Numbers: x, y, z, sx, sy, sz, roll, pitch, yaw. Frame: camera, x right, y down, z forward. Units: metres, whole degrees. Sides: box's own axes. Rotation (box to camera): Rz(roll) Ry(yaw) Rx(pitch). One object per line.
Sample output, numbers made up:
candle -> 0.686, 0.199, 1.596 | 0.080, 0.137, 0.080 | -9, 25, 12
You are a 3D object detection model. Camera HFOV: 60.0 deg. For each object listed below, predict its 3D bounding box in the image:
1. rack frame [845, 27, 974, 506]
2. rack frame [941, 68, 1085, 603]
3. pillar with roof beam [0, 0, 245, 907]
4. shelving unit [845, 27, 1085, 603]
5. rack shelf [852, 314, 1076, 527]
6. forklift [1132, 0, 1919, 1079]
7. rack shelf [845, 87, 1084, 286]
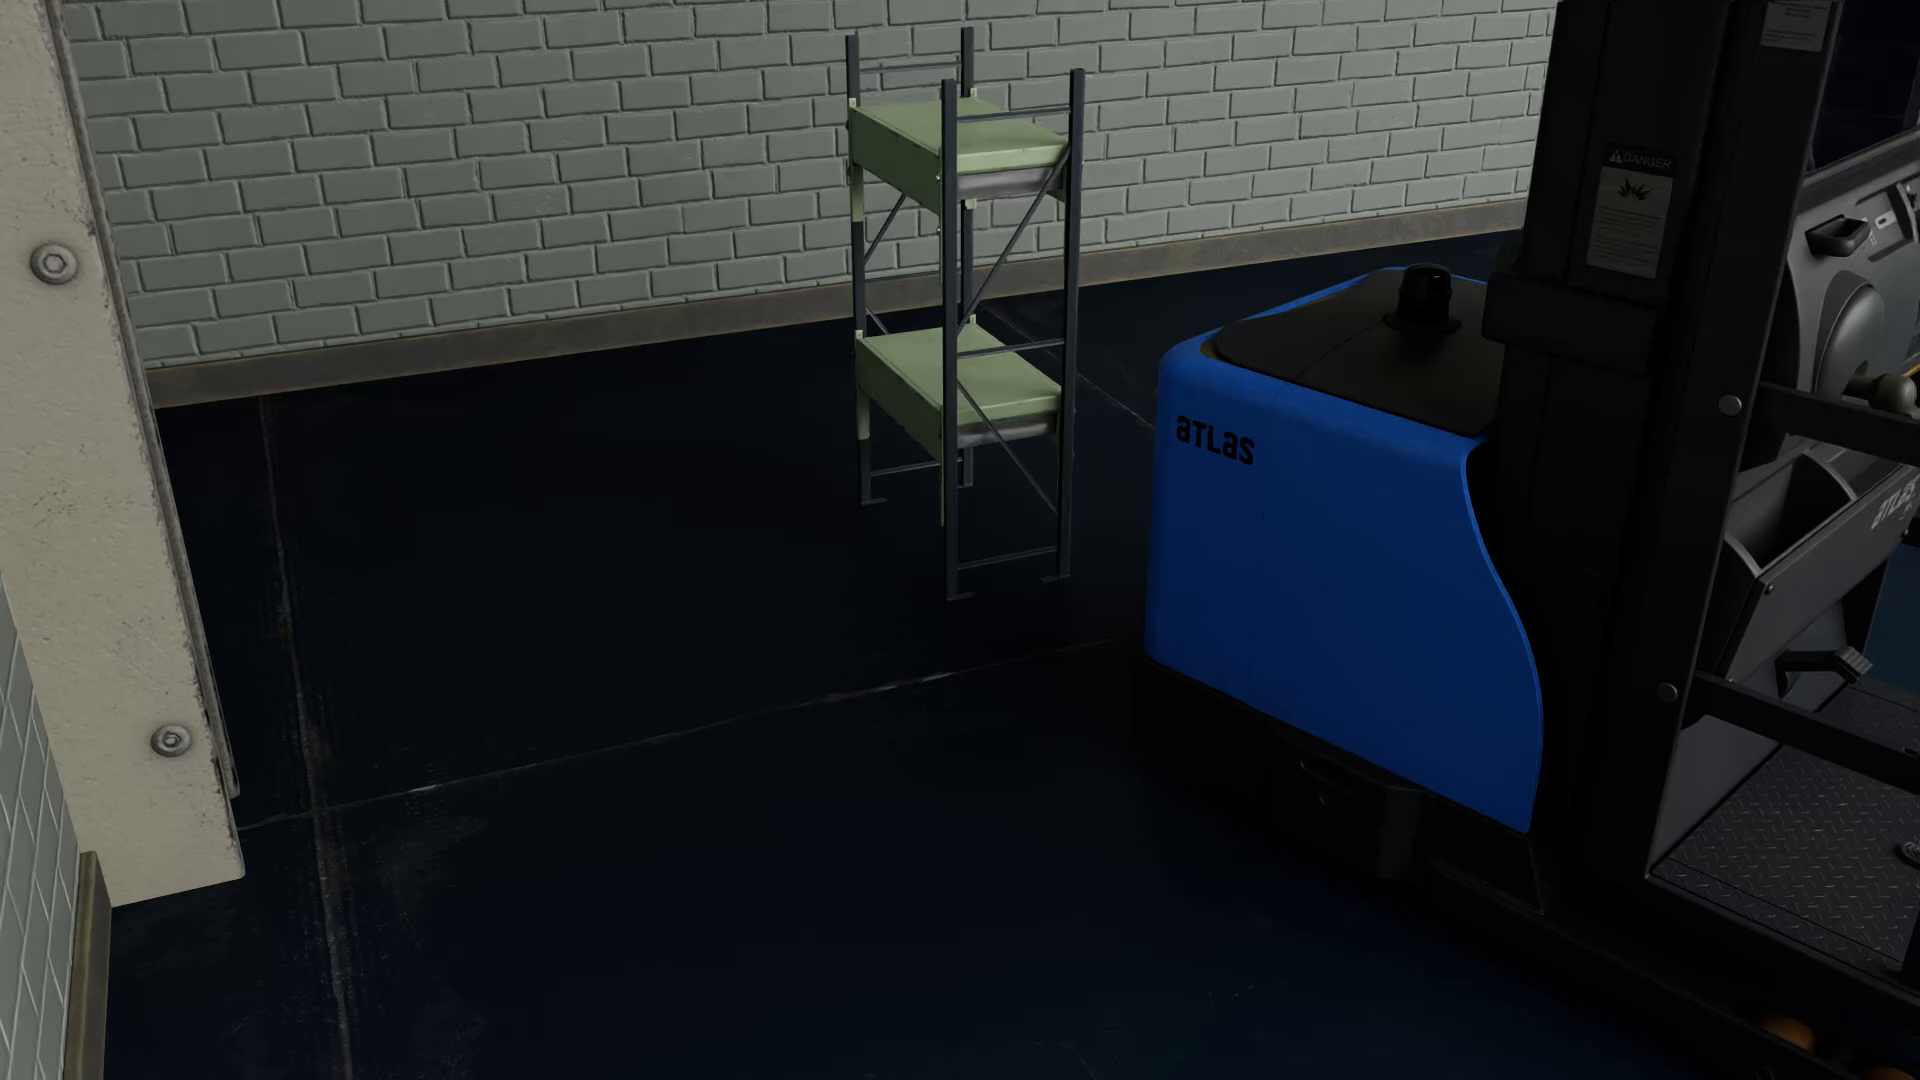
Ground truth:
rack frame -> -0.146, -0.824, 5.229 | 0.400, 1.500, 0.023 | -11, 28, -21
rack frame -> 0.141, -0.529, 4.624 | 0.400, 1.500, 0.023 | -11, 28, -21
pillar with roof beam -> 2.146, -4.085, 3.361 | 9.100, 9.000, 0.400 | -11, 28, -21
shelving unit -> -0.003, -0.677, 4.926 | 0.431, 1.500, 0.755 | -11, 28, -21
rack shelf -> -0.003, -0.384, 5.069 | 0.431, 0.370, 0.720 | -11, 28, -21
forklift -> 1.815, -0.462, 2.855 | 1.130, 2.935, 3.031 | -23, 34, -39
rack shelf -> -0.003, -1.027, 4.755 | 0.431, 0.370, 0.720 | -11, 28, -21
